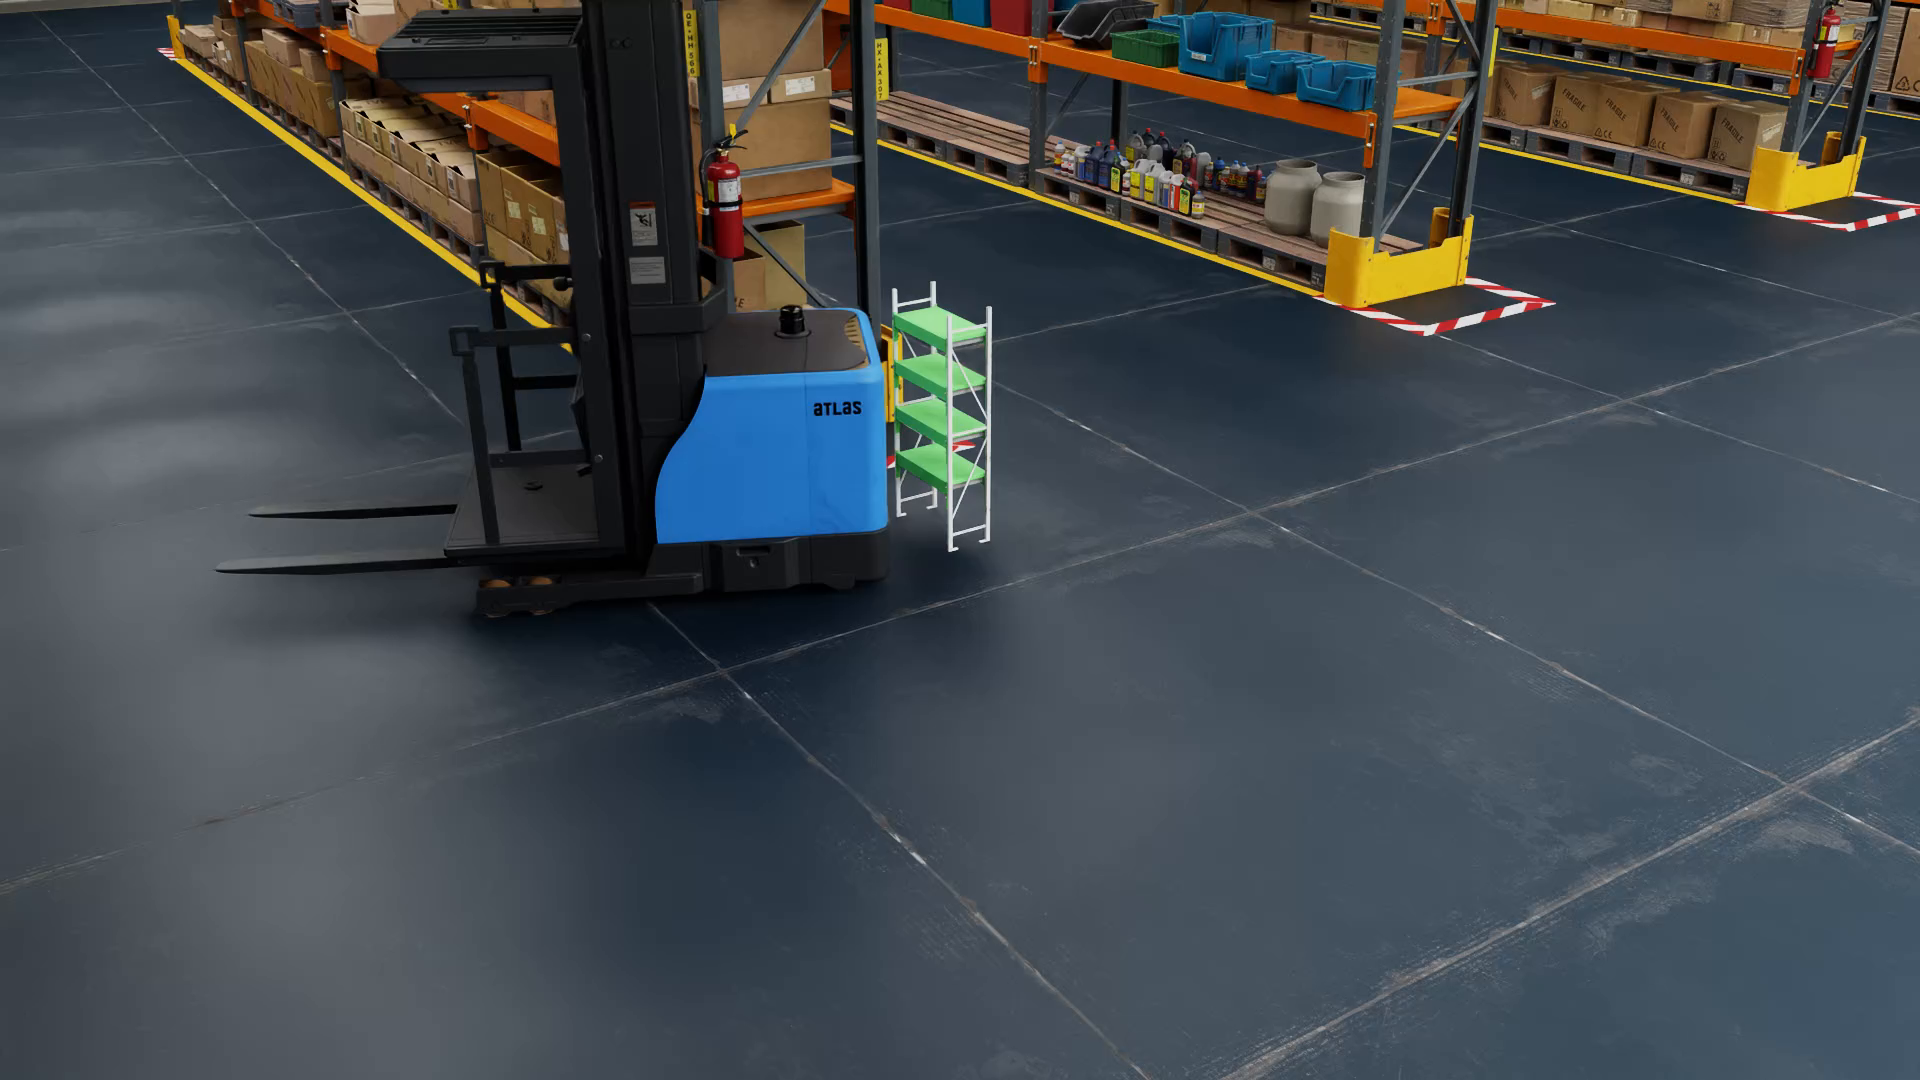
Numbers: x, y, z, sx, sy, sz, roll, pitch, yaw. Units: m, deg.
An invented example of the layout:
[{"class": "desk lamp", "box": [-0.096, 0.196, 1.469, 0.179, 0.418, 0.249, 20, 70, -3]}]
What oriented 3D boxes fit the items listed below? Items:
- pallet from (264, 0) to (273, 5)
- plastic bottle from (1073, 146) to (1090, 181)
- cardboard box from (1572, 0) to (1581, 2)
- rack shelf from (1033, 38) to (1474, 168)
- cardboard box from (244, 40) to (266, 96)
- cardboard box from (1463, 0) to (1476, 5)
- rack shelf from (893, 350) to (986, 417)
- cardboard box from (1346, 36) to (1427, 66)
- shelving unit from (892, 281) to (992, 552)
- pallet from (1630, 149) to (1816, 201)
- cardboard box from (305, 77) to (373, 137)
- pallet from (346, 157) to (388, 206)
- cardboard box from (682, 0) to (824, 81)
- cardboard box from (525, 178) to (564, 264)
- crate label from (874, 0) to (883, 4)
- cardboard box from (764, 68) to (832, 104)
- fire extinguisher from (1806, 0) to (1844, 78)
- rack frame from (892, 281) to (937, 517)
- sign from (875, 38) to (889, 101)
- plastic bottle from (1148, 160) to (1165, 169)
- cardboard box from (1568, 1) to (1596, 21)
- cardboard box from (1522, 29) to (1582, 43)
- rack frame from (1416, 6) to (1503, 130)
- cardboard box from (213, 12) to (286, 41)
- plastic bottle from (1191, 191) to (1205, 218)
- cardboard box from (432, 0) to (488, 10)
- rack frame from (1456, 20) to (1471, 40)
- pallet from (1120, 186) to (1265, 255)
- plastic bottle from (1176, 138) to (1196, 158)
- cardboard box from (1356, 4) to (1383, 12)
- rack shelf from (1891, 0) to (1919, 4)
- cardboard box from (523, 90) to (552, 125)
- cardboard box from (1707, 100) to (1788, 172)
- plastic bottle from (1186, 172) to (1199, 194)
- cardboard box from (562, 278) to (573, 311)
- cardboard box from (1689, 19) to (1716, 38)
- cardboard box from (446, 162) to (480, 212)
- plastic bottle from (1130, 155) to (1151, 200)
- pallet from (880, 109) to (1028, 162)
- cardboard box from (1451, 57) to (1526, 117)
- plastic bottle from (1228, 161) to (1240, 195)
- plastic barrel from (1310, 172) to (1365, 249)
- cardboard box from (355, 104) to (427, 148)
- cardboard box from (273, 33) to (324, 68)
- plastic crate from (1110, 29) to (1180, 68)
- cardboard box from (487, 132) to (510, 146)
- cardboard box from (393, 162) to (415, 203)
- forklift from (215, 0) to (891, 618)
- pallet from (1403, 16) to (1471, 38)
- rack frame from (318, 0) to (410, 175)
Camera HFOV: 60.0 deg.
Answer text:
[{"class": "pallet", "box": [-6.337, -5.475, 16.559, 1.003, 0.211, 1.213, -16, 29, -30]}, {"class": "plastic bottle", "box": [1.070, -3.231, 14.257, 0.152, 0.276, 0.135, -14, 29, -28]}, {"class": "cardboard box", "box": [6.009, -5.406, 15.722, 0.875, 0.500, 0.500, -16, 29, -30]}, {"class": "rack shelf", "box": [2.156, -3.549, 13.097, 1.077, 0.370, 4.000, -16, 29, -30]}, {"class": "cardboard box", "box": [-7.395, -5.137, 18.030, 0.500, 0.500, 0.500, -17, 30, -32]}, {"class": "cardboard box", "box": [5.205, -5.391, 16.450, 0.380, 0.149, 0.250, -16, 29, -30]}, {"class": "rack shelf", "box": [-0.090, -0.761, 8.044, 0.258, 0.148, 0.480, -16, 29, -30]}, {"class": "cardboard box", "box": [4.652, -5.212, 18.190, 0.700, 0.500, 0.500, -16, 29, -30]}, {"class": "shelving unit", "box": [-0.090, -0.602, 8.119, 0.258, 1.200, 0.503, -16, 29, -30]}, {"class": "pallet", "box": [6.942, -3.378, 15.159, 1.003, 0.211, 1.213, -16, 29, -30]}, {"class": "cardboard box", "box": [-5.979, -4.216, 16.079, 0.500, 0.500, 0.500, -14, 29, -28]}, {"class": "pallet", "box": [-4.855, -3.303, 14.999, 1.003, 0.211, 1.213, -16, 29, -30]}, {"class": "cardboard box", "box": [-1.177, -2.827, 9.087, 0.700, 0.500, 0.500, -15, 29, -29]}, {"class": "cardboard box", "box": [-2.551, -2.126, 11.090, 0.500, 0.500, 0.500, -16, 29, -30]}, {"class": "crate label", "box": [-0.804, -5.618, 16.595, 0.502, 0.435, 0.616, -16, 29, -30]}, {"class": "cardboard box", "box": [-0.938, -2.535, 9.229, 0.380, 0.149, 0.250, -16, 30, -30]}, {"class": "fire extinguisher", "box": [7.074, -4.130, 13.575, 0.296, 0.674, 0.183, -16, 29, -30]}, {"class": "rack frame", "box": [-0.224, -0.689, 8.304, 0.240, 1.200, 0.015, -16, 29, -30]}, {"class": "sign", "box": [-0.436, -2.560, 9.053, 0.100, 0.325, 0.005, -16, 29, -30]}, {"class": "plastic bottle", "box": [1.603, -2.995, 13.756, 0.152, 0.276, 0.135, -16, 29, -30]}, {"class": "cardboard box", "box": [5.909, -4.950, 15.516, 0.380, 0.149, 0.250, -16, 29, -30]}, {"class": "cardboard box", "box": [7.978, -6.916, 21.530, 1.050, 0.750, 0.750, -15, 29, -29]}, {"class": "rack frame", "box": [5.214, -5.744, 16.903, 1.000, 3.000, 0.127, -16, 29, -30]}, {"class": "cardboard box", "box": [-8.485, -6.039, 19.937, 0.797, 0.503, 0.637, -16, 29, -30]}, {"class": "plastic bottle", "box": [1.878, -2.647, 13.106, 0.097, 0.201, 0.097, 0, 25, 0]}, {"class": "cardboard box", "box": [-3.781, -3.949, 12.984, 0.500, 0.500, 0.500, -13, 28, -26]}, {"class": "rack frame", "box": [7.241, -8.294, 22.306, 1.000, 3.000, 0.127, -16, 29, -30]}, {"class": "pallet", "box": [2.066, -2.642, 13.599, 1.003, 0.211, 1.213, -16, 29, -30]}, {"class": "plastic bottle", "box": [1.938, -3.243, 14.194, 0.144, 0.351, 0.185, -16, 29, -30]}, {"class": "cardboard box", "box": [6.080, -7.900, 23.907, 0.500, 0.500, 0.500, -17, 30, -32]}, {"class": "rack shelf", "box": [10.517, -5.823, 17.914, 1.077, 0.370, 4.000, -16, 29, -30]}, {"class": "cardboard box", "box": [-2.547, -3.137, 11.265, 0.700, 0.500, 0.500, -16, 30, -30]}, {"class": "cardboard box", "box": [7.071, -3.600, 14.798, 0.500, 0.500, 0.500, -10, 27, -20]}, {"class": "plastic bottle", "box": [1.852, -2.806, 13.346, 0.061, 0.283, 0.133, -16, 29, -30]}, {"class": "cardboard box", "box": [-2.274, -1.609, 10.874, 0.500, 0.250, 0.500, -16, 29, -30]}, {"class": "cardboard box", "box": [6.630, -4.513, 14.591, 0.380, 0.149, 0.250, -16, 29, -30]}, {"class": "cardboard box", "box": [-3.549, -2.715, 12.559, 0.500, 0.311, 0.500, -16, 29, -30]}, {"class": "plastic bottle", "box": [1.492, -2.986, 13.648, 0.144, 0.351, 0.185, -16, 30, -30]}, {"class": "pallet", "box": [-0.067, -4.037, 16.555, 1.003, 0.211, 1.213, -16, 29, -30]}, {"class": "cardboard box", "box": [5.399, -4.651, 17.025, 0.500, 0.500, 0.500, -17, 30, -31]}, {"class": "plastic bottle", "box": [2.277, -3.003, 13.779, 0.097, 0.271, 0.097, 0, 25, 0]}, {"class": "plastic barrel", "box": [2.825, -2.441, 12.330, 0.421, 0.512, 0.421, 0, 25, 0]}, {"class": "cardboard box", "box": [-4.938, -3.626, 14.489, 0.500, 0.311, 0.500, -16, 30, -31]}, {"class": "cardboard box", "box": [-6.575, -4.939, 16.733, 0.500, 0.250, 0.500, -16, 30, -31]}, {"class": "plastic crate", "box": [1.569, -3.942, 13.336, 0.450, 0.188, 0.662, -16, 29, -30]}, {"class": "cardboard box", "box": [-3.657, -3.208, 13.603, 0.500, 0.311, 0.500, -17, 30, -31]}, {"class": "cardboard box", "box": [-4.388, -3.010, 13.842, 0.500, 0.250, 0.500, -15, 29, -29]}, {"class": "forklift", "box": [-1.880, -1.216, 7.393, 3.031, 2.935, 1.130, -3, 25, -7]}, {"class": "pallet", "box": [6.816, -7.313, 23.494, 1.003, 0.211, 1.213, -16, 29, -30]}, {"class": "rack frame", "box": [-5.272, -4.867, 15.047, 1.000, 3.000, 0.127, -16, 29, -30]}]
